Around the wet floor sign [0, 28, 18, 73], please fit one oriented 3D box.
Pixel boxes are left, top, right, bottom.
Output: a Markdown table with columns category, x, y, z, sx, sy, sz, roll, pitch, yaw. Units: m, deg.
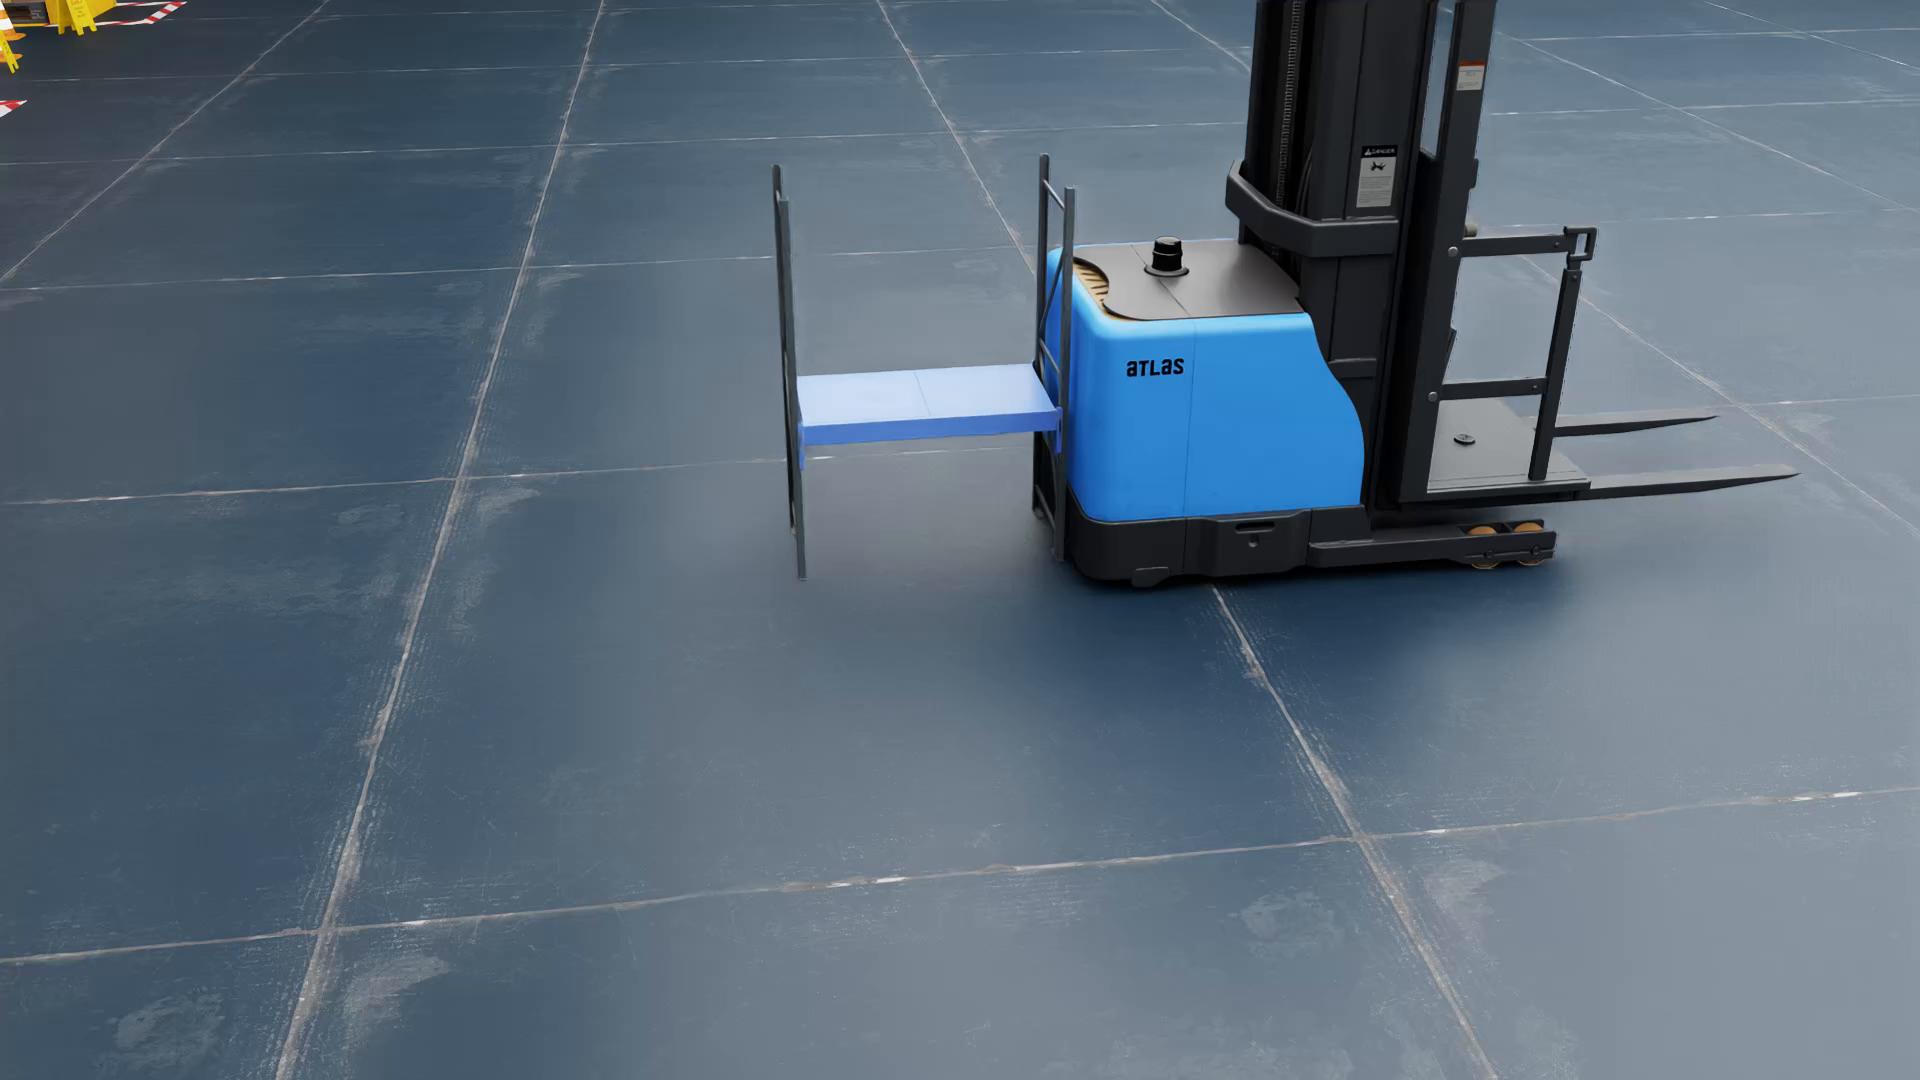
| category | x | y | z | sx | sy | sz | roll | pitch | yaw |
| --- | --- | --- | --- | --- | --- | --- | --- | --- | --- |
| wet floor sign | -8.633 | -4.512 | 14.836 | 0.232 | 0.644 | 0.267 | -8 | 28 | -16 |

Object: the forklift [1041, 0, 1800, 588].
| category | x | y | z | sx | sy | sz | roll | pitch | yaw |
| --- | --- | --- | --- | --- | --- | --- | --- | --- | --- |
| forklift | 1.888 | -1.423 | 6.312 | 3.031 | 2.935 | 1.130 | -4 | 27 | -8 |

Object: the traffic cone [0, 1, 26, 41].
| category | x | y | z | sx | sy | sz | roll | pitch | yaw |
| --- | --- | --- | --- | --- | --- | --- | --- | --- | --- |
| traffic cone | -9.422 | -5.154 | 16.288 | 0.334 | 0.463 | 0.336 | -4 | 27 | -7 |

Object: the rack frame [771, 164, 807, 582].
| category | x | y | z | sx | sy | sz | roll | pitch | yaw |
| --- | --- | --- | --- | --- | --- | --- | --- | --- | --- |
| rack frame | -0.648 | -0.620 | 6.315 | 0.032 | 1.500 | 0.500 | -4 | 27 | -8 |

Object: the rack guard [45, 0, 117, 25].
| category | x | y | z | sx | sy | sz | roll | pitch | yaw |
| --- | --- | --- | --- | --- | --- | --- | --- | --- | --- |
| rack guard | -9.251 | -5.776 | 17.460 | 0.348 | 0.500 | 1.175 | -4 | 27 | -7 |

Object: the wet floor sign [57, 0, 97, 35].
| category | x | y | z | sx | sy | sz | roll | pitch | yaw |
| --- | --- | --- | --- | --- | --- | --- | --- | --- | --- |
| wet floor sign | -8.839 | -5.374 | 16.517 | 0.232 | 0.644 | 0.267 | 6 | 28 | 11 |

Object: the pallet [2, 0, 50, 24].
| category | x | y | z | sx | sy | sz | roll | pitch | yaw |
| --- | --- | --- | --- | --- | --- | --- | --- | --- | --- |
| pallet | -10.061 | -5.612 | 17.457 | 1.213 | 0.211 | 1.003 | -4 | 27 | -7 |

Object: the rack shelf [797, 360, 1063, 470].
| category | x | y | z | sx | sy | sz | roll | pitch | yaw |
| --- | --- | --- | --- | --- | --- | --- | --- | --- | --- |
| rack shelf | -0.146 | -0.496 | 6.467 | 1.000 | 0.185 | 0.538 | -4 | 27 | -8 |

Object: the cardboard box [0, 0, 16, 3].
| category | x | y | z | sx | sy | sz | roll | pitch | yaw |
| --- | --- | --- | --- | --- | --- | --- | --- | --- | --- |
| cardboard box | -9.963 | -5.682 | 17.091 | 0.500 | 0.250 | 0.500 | -4 | 27 | -7 |

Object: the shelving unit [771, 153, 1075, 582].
| category | x | y | z | sx | sy | sz | roll | pitch | yaw |
| --- | --- | --- | --- | --- | --- | --- | --- | --- | --- |
| shelving unit | -0.146 | -0.656 | 6.385 | 1.048 | 1.500 | 0.538 | -4 | 27 | -8 |

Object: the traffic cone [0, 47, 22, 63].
| category | x | y | z | sx | sy | sz | roll | pitch | yaw |
| --- | --- | --- | --- | --- | --- | --- | --- | --- | --- |
| traffic cone | -8.931 | -4.674 | 15.352 | 0.334 | 0.463 | 0.336 | -4 | 27 | -7 |

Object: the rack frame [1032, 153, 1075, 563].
| category | x | y | z | sx | sy | sz | roll | pitch | yaw |
| --- | --- | --- | --- | --- | --- | --- | --- | --- | --- |
| rack frame | 0.356 | -0.692 | 6.455 | 0.032 | 1.500 | 0.500 | -4 | 27 | -8 |
